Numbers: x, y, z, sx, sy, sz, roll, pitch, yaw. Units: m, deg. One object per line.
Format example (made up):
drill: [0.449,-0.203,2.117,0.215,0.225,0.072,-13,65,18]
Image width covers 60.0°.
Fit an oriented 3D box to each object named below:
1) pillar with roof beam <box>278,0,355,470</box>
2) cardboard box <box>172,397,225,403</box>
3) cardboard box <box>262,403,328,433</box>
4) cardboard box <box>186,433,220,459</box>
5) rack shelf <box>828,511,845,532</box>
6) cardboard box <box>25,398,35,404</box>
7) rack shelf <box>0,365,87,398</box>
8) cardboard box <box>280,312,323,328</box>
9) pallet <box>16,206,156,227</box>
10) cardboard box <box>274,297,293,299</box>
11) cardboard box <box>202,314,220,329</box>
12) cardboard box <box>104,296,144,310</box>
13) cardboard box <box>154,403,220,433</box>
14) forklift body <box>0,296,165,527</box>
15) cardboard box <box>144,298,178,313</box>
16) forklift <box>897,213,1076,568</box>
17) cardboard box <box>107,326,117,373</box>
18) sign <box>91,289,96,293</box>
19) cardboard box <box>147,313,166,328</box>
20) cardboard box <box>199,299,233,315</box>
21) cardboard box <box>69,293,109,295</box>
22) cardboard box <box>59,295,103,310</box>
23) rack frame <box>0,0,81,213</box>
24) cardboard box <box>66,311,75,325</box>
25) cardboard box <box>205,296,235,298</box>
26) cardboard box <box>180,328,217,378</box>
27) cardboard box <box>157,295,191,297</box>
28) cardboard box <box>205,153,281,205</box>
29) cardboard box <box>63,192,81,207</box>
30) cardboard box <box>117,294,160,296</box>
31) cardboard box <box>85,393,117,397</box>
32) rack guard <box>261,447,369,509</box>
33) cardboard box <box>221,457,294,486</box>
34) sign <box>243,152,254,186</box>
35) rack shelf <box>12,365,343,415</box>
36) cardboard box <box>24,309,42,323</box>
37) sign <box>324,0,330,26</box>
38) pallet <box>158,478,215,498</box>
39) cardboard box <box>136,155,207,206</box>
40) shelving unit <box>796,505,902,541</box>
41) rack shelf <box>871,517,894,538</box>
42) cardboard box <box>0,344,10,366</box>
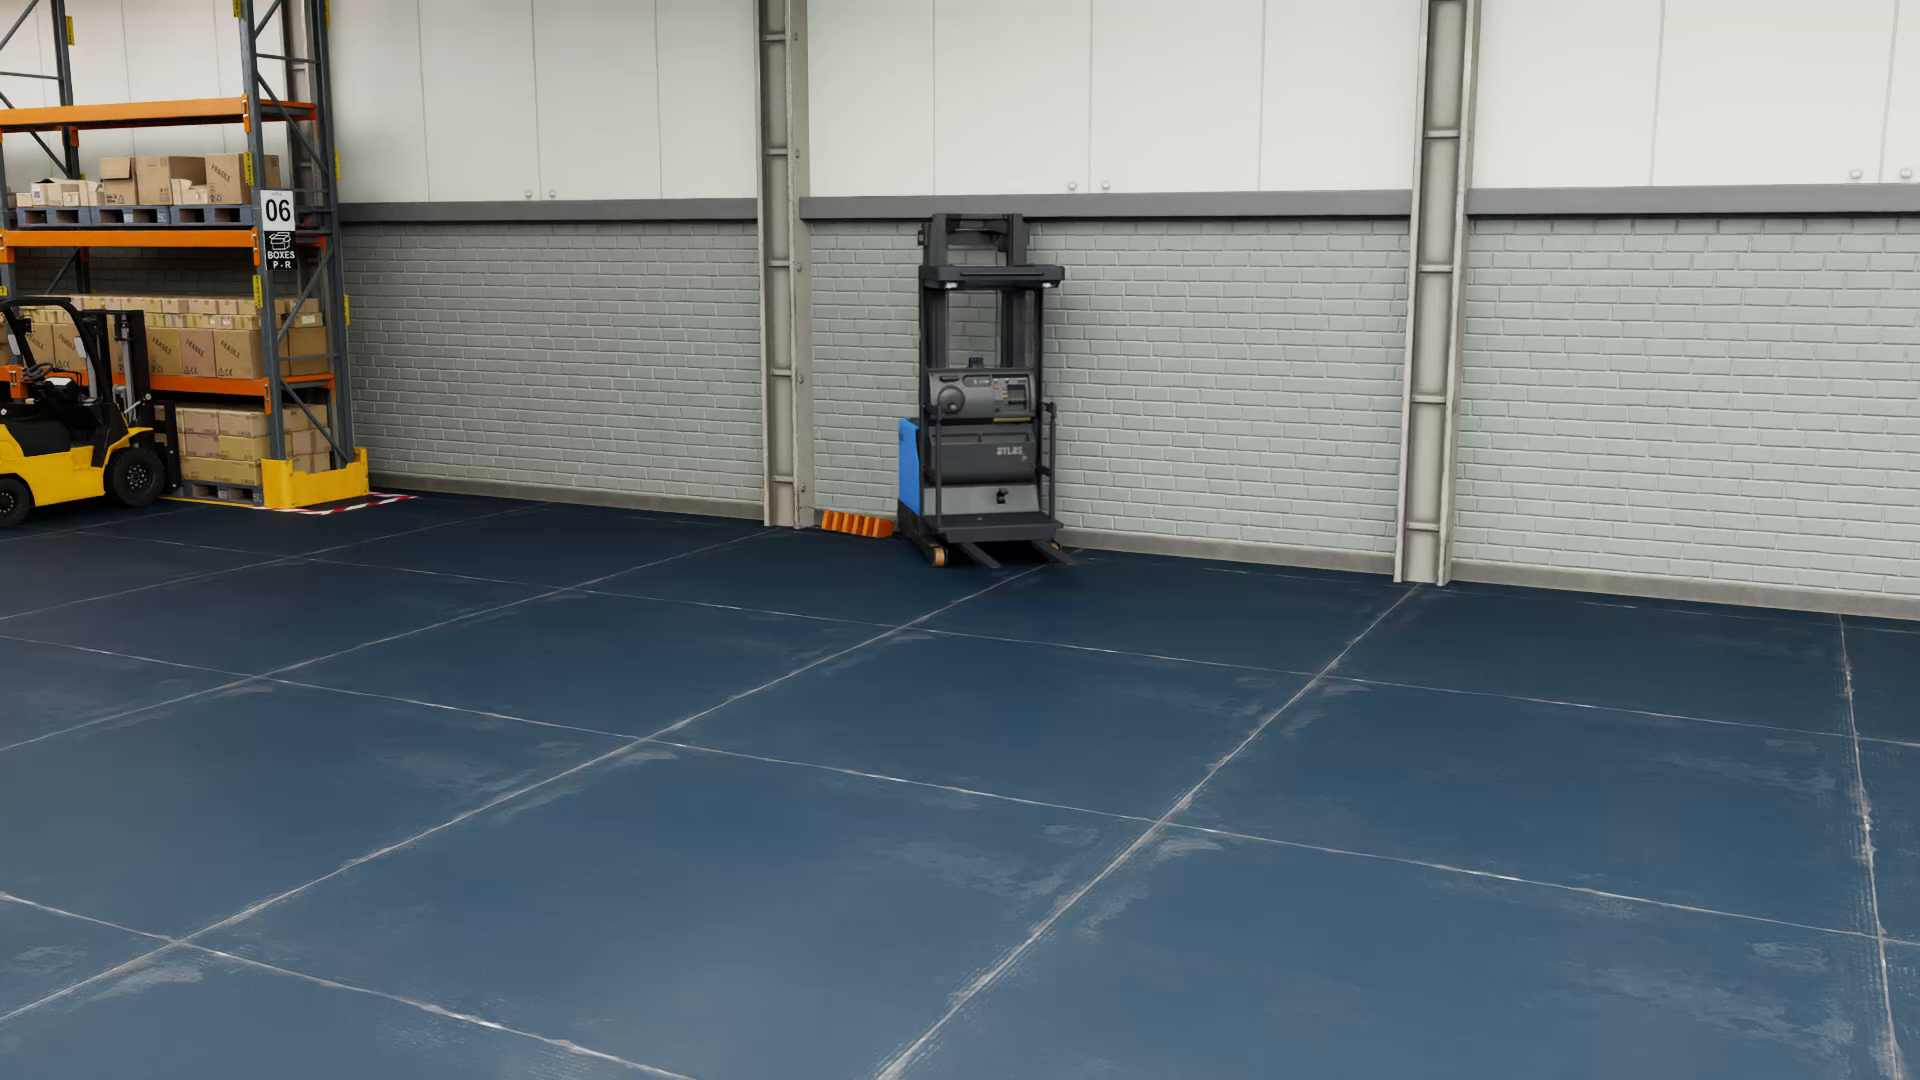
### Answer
pillar with roof beam: [-8.930,-4.359,14.068,0.400,9.000,9.100,5,11,26]
cardboard box: [-8.496,-1.431,18.468,0.500,0.250,0.500,5,11,25]
cardboard box: [-7.146,-1.310,17.797,0.500,0.250,0.500,5,11,25]
cardboard box: [-7.819,-1.025,17.630,0.500,0.250,0.500,5,11,25]
rack shelf: [-1.122,-0.166,15.661,0.103,0.180,0.258,9,-2,33]
cardboard box: [-10.091,-1.468,18.675,0.500,0.250,0.500,5,11,25]
rack shelf: [-12.180,-2.015,19.979,4.000,0.370,1.077,5,11,26]
cardboard box: [-6.988,-2.332,17.613,0.250,0.149,0.380,5,11,24]
pallet: [-9.610,-3.580,18.436,1.213,0.211,1.003,5,11,26]
cardboard box: [-7.217,-2.502,17.715,0.250,0.149,0.380,5,12,28]
cardboard box: [-7.682,-2.292,17.392,0.250,0.149,0.380,5,12,27]
cardboard box: [-9.041,-2.564,18.060,0.250,0.149,0.380,5,11,26]
cardboard box: [-8.267,-1.305,17.774,0.500,0.250,0.500,5,11,27]
forklift body: [-9.307,-1.336,16.594,1.214,2.155,2.313,5,11,26]
cardboard box: [-8.402,-2.490,17.647,0.250,0.149,0.380,5,12,27]
forklift: [0.241,-1.287,14.129,1.130,2.935,3.031,-2,11,-13]
cardboard box: [-9.175,-2.105,18.180,0.500,0.500,0.500,5,11,25]
sign: [-10.142,-2.765,19.451,0.005,0.325,0.100,5,11,26]
cardboard box: [-8.395,-2.344,17.677,0.250,0.149,0.380,5,11,26]
cardboard box: [-7.695,-2.436,17.349,0.250,0.149,0.380,5,12,27]
cardboard box: [-9.966,-2.749,19.079,0.250,0.149,0.380,5,11,26]
cardboard box: [-9.725,-2.628,18.413,0.250,0.149,0.380,5,11,25]
rack frame: [-10.386,-5.163,18.510,0.127,3.000,1.000,5,11,26]
cardboard box: [-9.549,-2.445,18.234,0.250,0.149,0.380,5,12,27]
cardboard box: [-7.931,-2.554,18.004,0.250,0.149,0.380,5,12,28]
cardboard box: [-7.818,-1.984,17.510,0.500,0.500,0.500,5,12,28]
cardboard box: [-8.619,-2.618,18.355,0.250,0.149,0.380,5,12,27]
cardboard box: [-7.304,-3.673,16.958,0.500,0.500,0.500,5,12,28]
cardboard box: [-9.429,-3.675,17.955,0.250,0.149,0.380,5,12,28]
cardboard box: [-9.264,-2.694,18.776,0.250,0.149,0.380,5,11,25]
cardboard box: [-9.859,-1.549,19.119,0.500,0.250,0.500,5,12,27]
rack guard: [-6.778,-0.664,17.515,0.348,0.500,1.175,5,11,26]
cardboard box: [-7.360,-0.736,17.436,0.500,0.250,0.500,5,11,26]
sign: [-7.052,-3.683,16.491,0.005,0.325,0.100,5,11,26]
rack shelf: [-8.593,-1.699,18.238,4.000,0.370,1.077,5,11,26]
cardboard box: [-10.217,-2.512,18.607,0.250,0.149,0.380,5,11,25]
sign: [-6.548,-5.474,17.158,0.005,0.325,0.100,5,11,26]
pallet: [-8.593,-0.674,18.379,1.213,0.211,1.003,5,11,26]
cardboard box: [-8.178,-3.770,17.492,0.500,0.500,0.700,5,11,26]
shelving unit: [-0.986,-0.145,15.570,1.200,0.189,0.258,9,-2,33]
rack shelf: [-0.726,-0.105,15.397,0.103,0.180,0.258,9,-2,33]
cardboard box: [-10.954,-2.135,19.046,0.500,0.250,0.500,5,12,27]
